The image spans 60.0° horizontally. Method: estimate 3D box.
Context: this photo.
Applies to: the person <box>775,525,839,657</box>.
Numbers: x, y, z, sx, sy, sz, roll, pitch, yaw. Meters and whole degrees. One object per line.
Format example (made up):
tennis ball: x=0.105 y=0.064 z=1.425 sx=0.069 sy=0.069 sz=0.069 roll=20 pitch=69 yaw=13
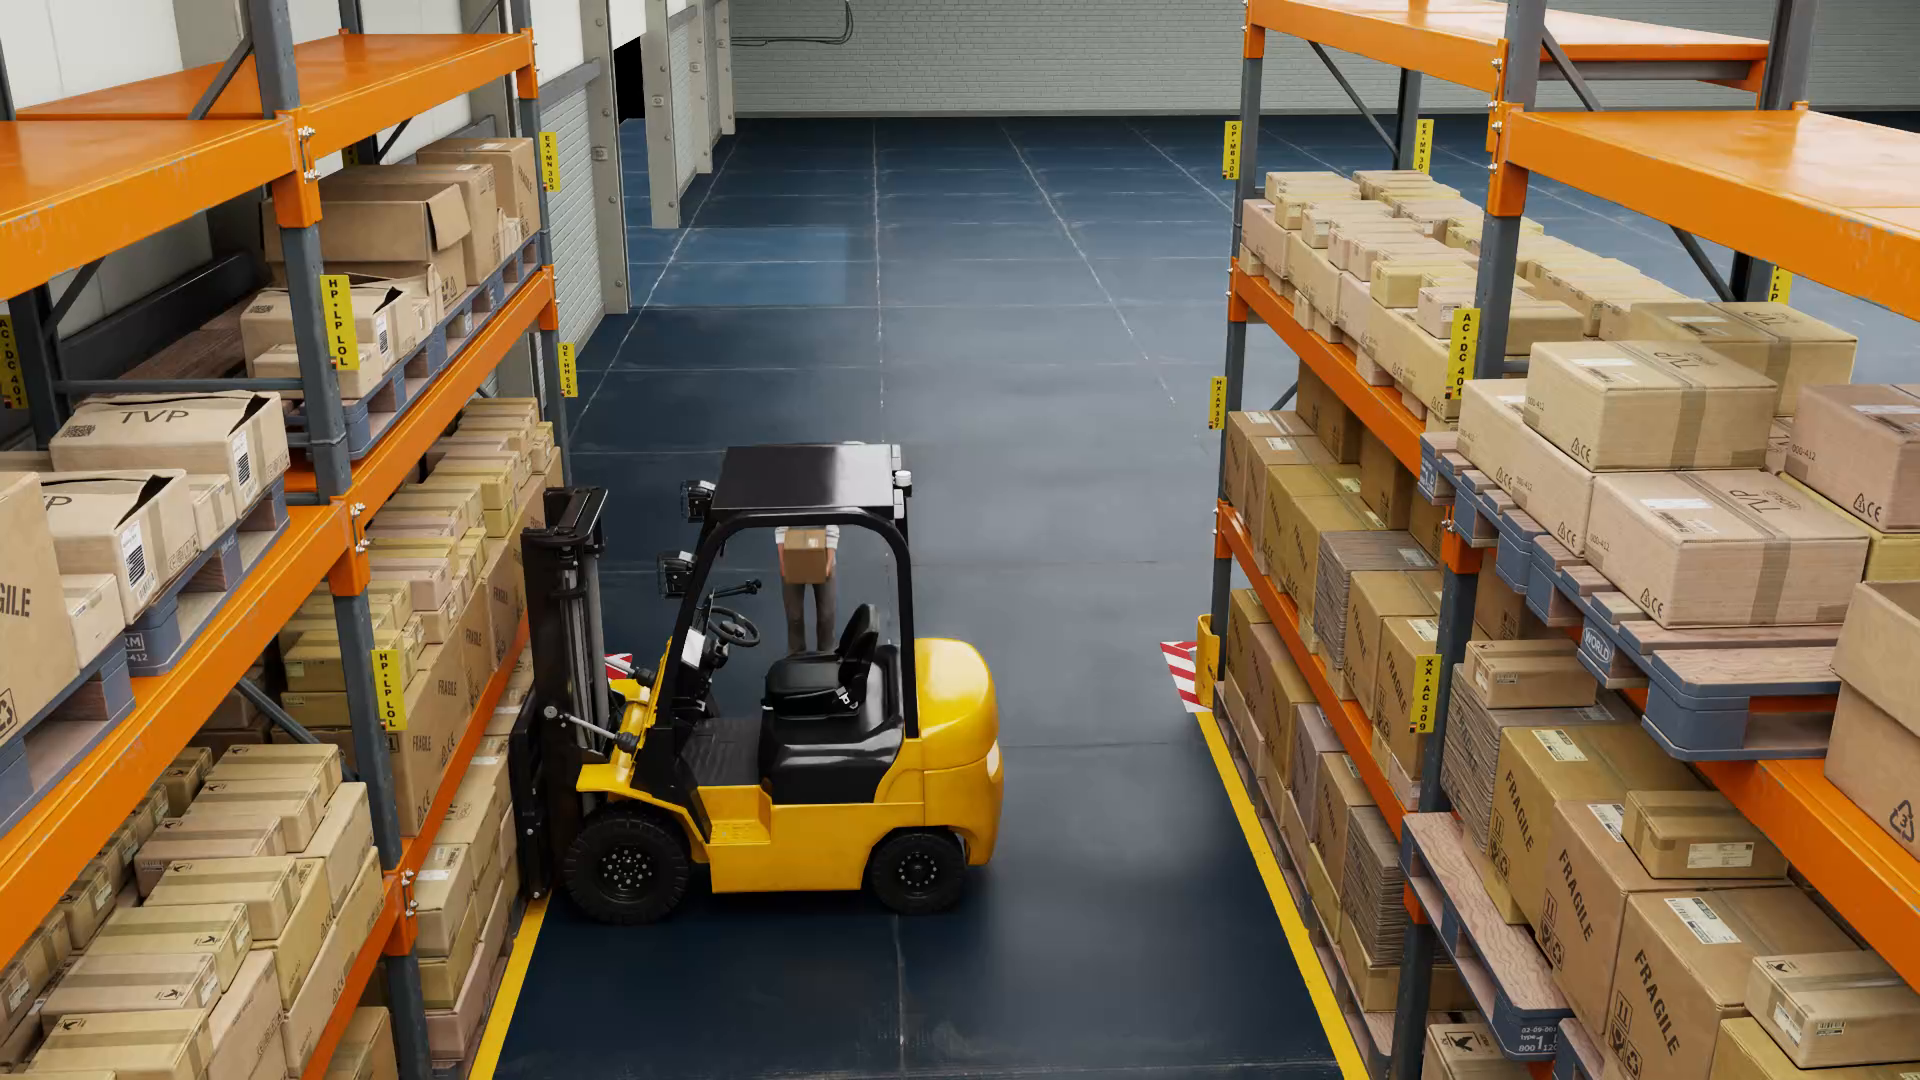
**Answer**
person: x=-0.964 y=0.204 z=10.561 sx=0.404 sy=1.592 sz=0.494 roll=-1 pitch=21 yaw=-2
